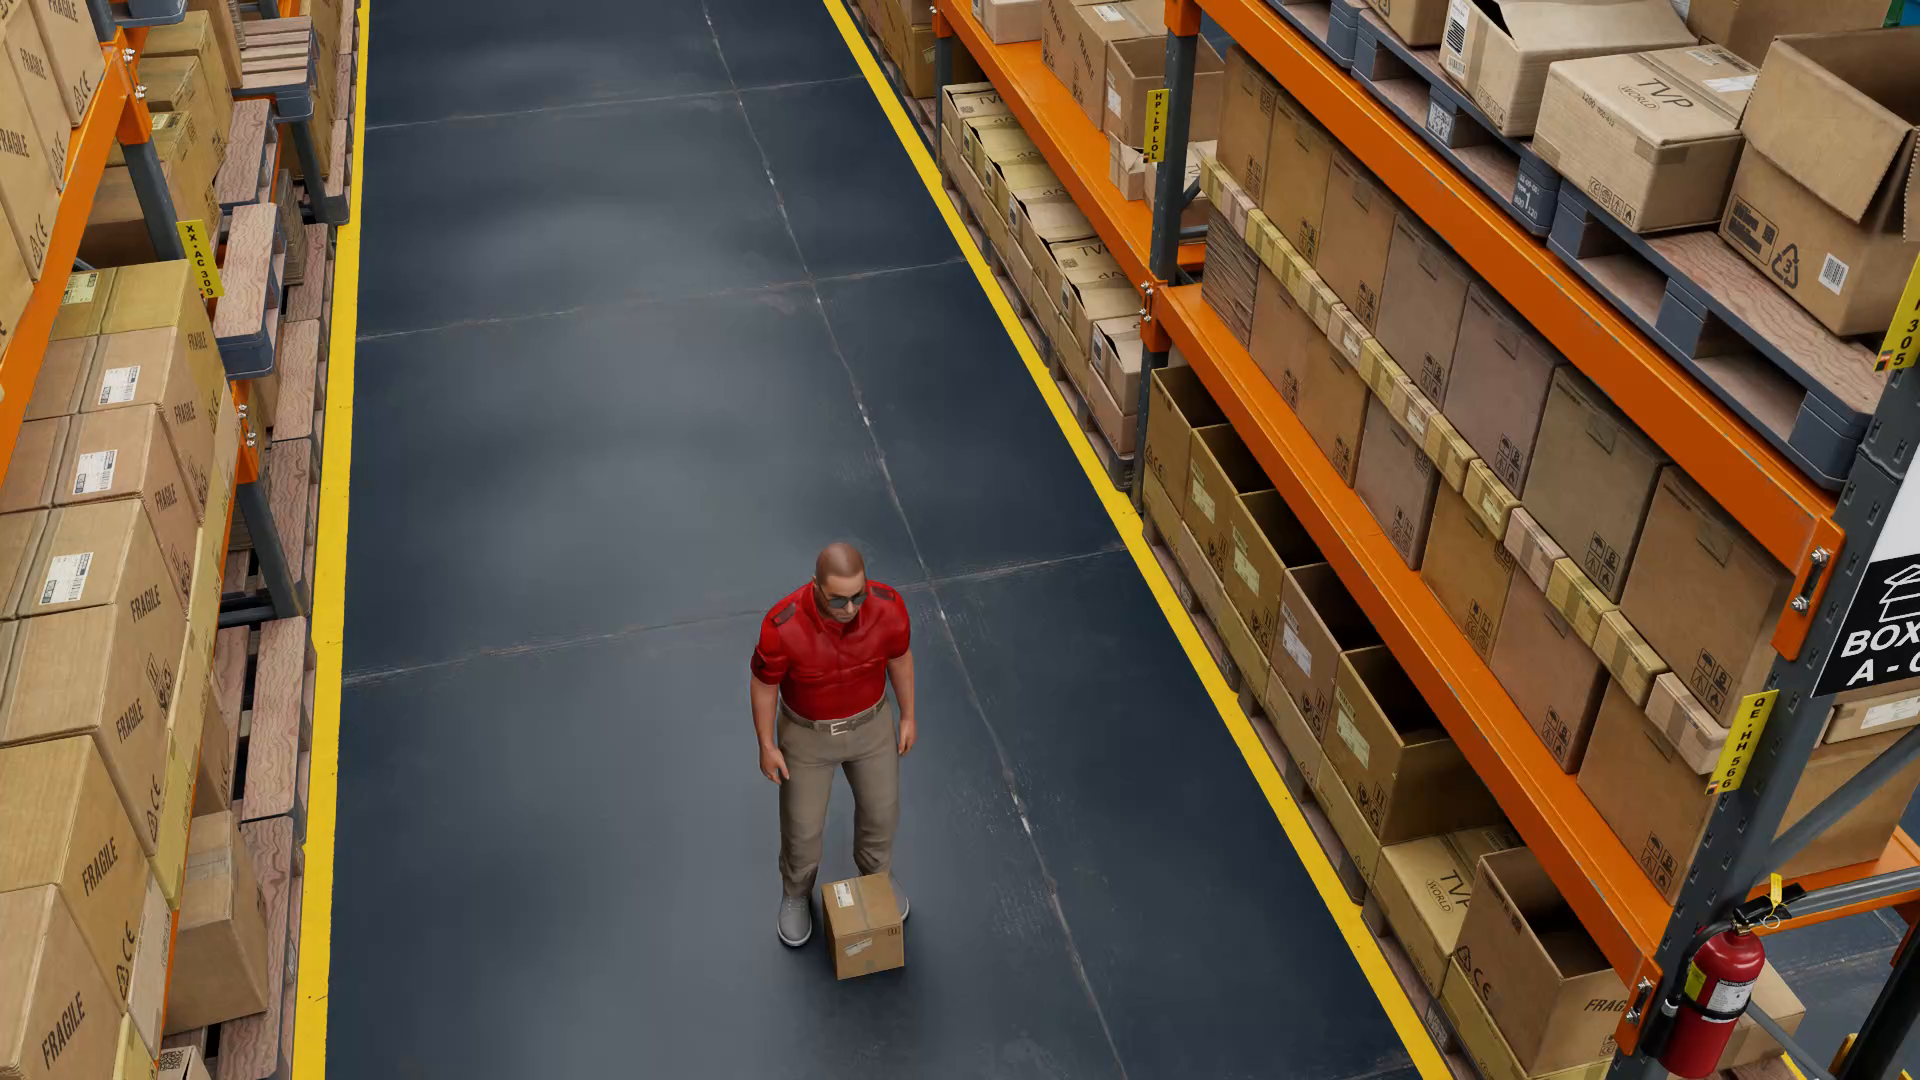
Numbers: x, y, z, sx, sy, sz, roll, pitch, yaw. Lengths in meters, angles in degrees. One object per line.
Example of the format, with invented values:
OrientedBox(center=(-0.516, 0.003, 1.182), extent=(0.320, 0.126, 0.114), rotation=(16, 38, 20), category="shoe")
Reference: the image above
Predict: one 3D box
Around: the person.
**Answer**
OrientedBox(center=(-0.437, 0.684, 5.849), extent=(0.584, 1.726, 0.394), rotation=(-10, 39, -12), category="person")
